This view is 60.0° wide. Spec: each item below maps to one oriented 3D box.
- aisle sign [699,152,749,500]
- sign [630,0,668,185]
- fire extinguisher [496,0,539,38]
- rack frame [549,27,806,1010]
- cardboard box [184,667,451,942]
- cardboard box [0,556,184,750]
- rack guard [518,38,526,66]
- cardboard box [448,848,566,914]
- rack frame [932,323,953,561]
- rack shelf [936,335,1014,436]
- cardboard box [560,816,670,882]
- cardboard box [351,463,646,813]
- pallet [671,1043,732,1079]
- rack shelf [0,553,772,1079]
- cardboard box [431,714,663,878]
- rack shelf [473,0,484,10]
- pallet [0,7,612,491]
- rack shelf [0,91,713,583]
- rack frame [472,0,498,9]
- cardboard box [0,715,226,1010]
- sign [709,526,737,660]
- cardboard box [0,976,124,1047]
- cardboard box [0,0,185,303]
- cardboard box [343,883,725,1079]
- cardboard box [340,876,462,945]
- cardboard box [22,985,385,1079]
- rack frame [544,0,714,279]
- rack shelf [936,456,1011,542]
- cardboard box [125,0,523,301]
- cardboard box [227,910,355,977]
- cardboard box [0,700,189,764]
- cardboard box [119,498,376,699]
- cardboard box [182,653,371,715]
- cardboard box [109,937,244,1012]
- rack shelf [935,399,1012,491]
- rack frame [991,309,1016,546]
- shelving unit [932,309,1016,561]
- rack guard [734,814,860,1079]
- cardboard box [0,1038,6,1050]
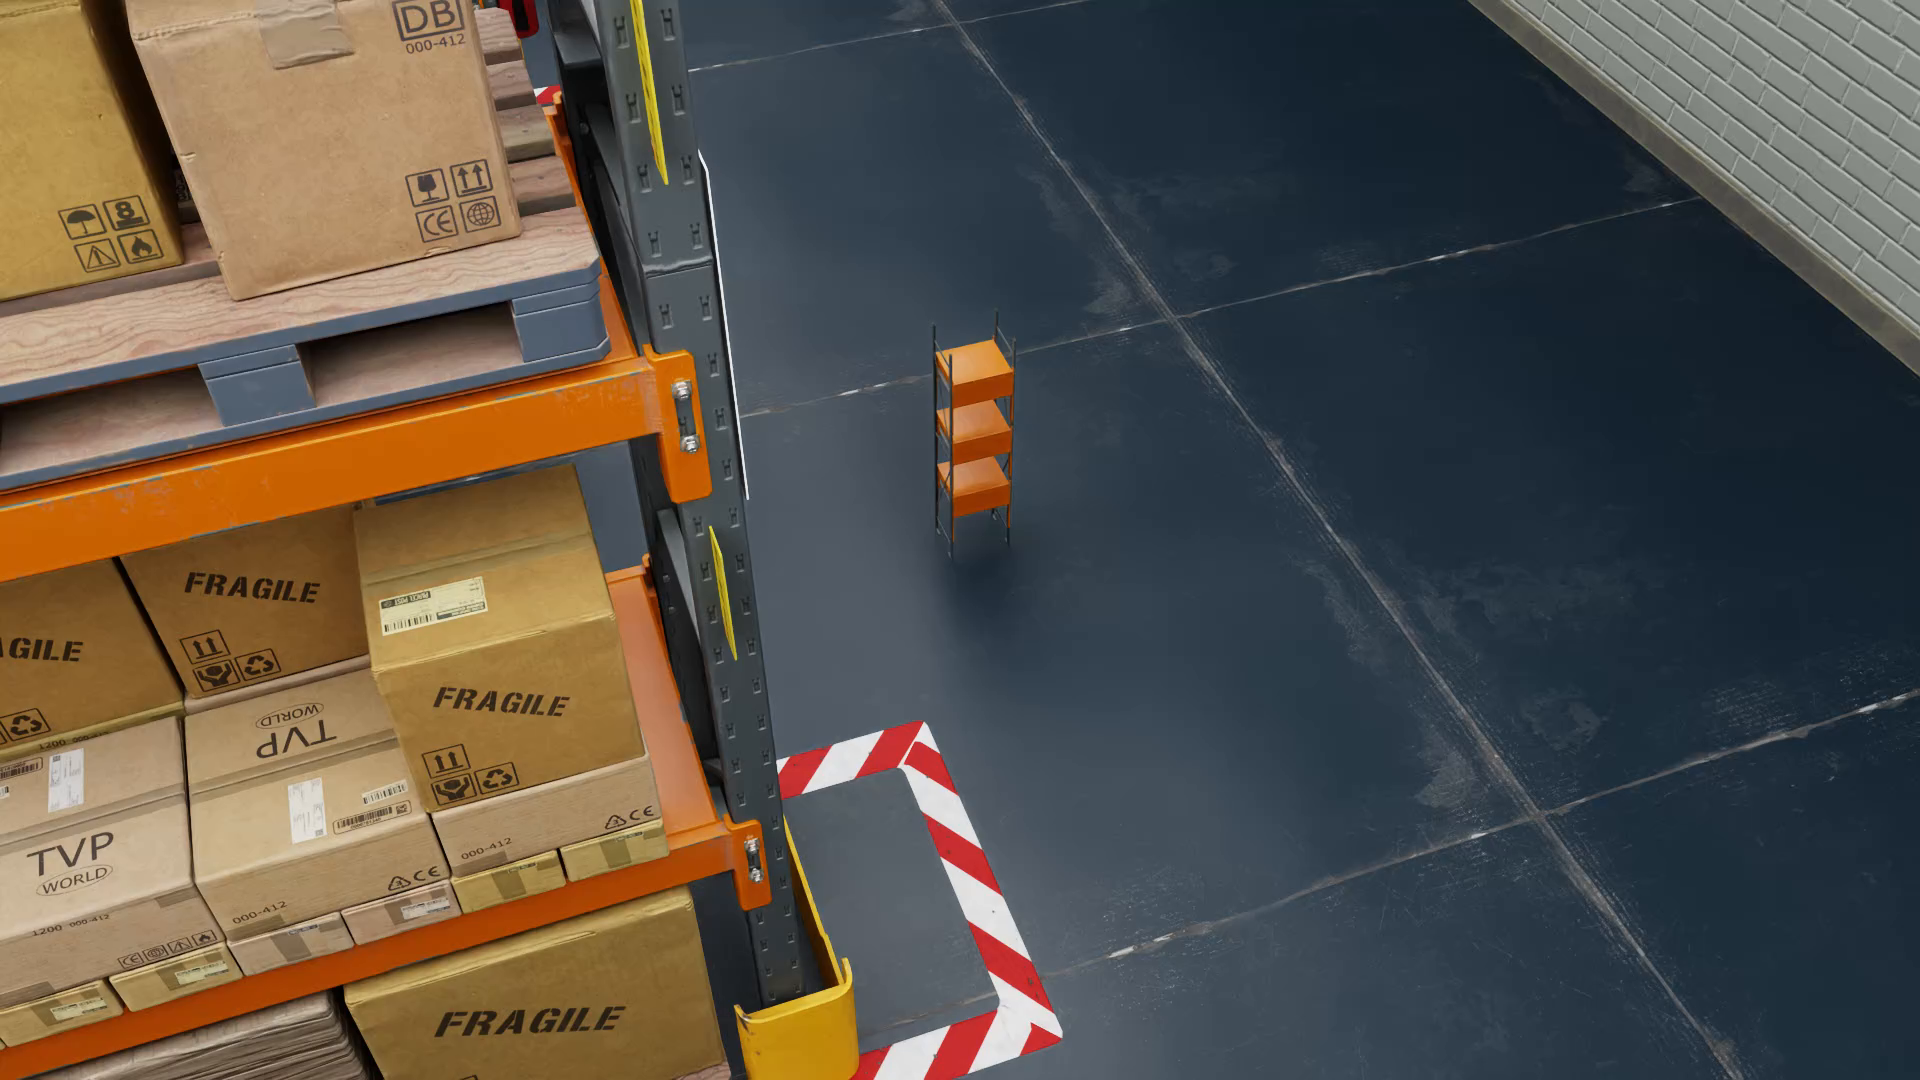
[{"bbox_3d":[-0.505,-0.493,3.288,0.004,0.787,0.394,-14,47,-14],"label":"aisle sign"},{"bbox_3d":[-0.503,-0.736,2.679,0.005,0.325,0.100,-14,47,-14],"label":"sign"},{"bbox_3d":[-2.060,-2.632,7.573,0.183,0.674,0.296,-14,47,-14],"label":"fire extinguisher"},{"bbox_3d":[-0.674,0.242,4.391,0.127,3.000,1.000,-14,47,-14],"label":"rack frame"},{"bbox_3d":[-1.518,0.605,3.925,0.500,0.250,0.500,-15,47,-15],"label":"cardboard box"},{"bbox_3d":[-2.173,0.110,3.889,0.500,0.500,0.500,-16,47,-15],"label":"cardboard box"},{"bbox_3d":[-2.338,-2.189,8.579,0.348,0.500,1.175,-14,47,-14],"label":"rack guard"},{"bbox_3d":[-1.142,0.700,4.112,0.250,0.149,0.380,-14,47,-13],"label":"cardboard box"},{"bbox_3d":[-0.064,-0.354,6.362,0.008,1.050,0.200,-14,47,-14],"label":"rack frame"},{"bbox_3d":[0.050,-0.576,6.197,0.240,0.259,0.215,-14,47,-14],"label":"rack shelf"},{"bbox_3d":[-0.898,0.636,4.176,0.250,0.149,0.380,-14,47,-13],"label":"cardboard box"},{"bbox_3d":[-1.043,0.218,3.782,0.500,0.500,0.500,-14,47,-13],"label":"cardboard box"},{"bbox_3d":[-1.400,1.471,5.135,1.213,0.211,1.003,-14,47,-14],"label":"pallet"},{"bbox_3d":[-2.556,0.977,4.166,4.000,0.370,1.077,-14,47,-14],"label":"rack shelf"},{"bbox_3d":[-1.040,0.484,4.046,0.500,0.250,0.500,-15,47,-14],"label":"cardboard box"},{"bbox_3d":[-4.237,-2.322,7.455,4.000,0.370,1.077,-14,47,-14],"label":"rack shelf"},{"bbox_3d":[-1.369,-0.600,3.175,1.213,0.211,1.003,-14,47,-14],"label":"pallet"},{"bbox_3d":[-2.556,-0.082,3.104,4.000,0.370,1.077,-14,47,-14],"label":"rack shelf"},{"bbox_3d":[-2.356,-3.057,7.679,0.127,3.000,1.000,-14,47,-14],"label":"rack frame"},{"bbox_3d":[-1.996,0.728,3.803,0.500,0.250,0.500,-16,47,-15],"label":"cardboard box"},{"bbox_3d":[-0.503,0.115,3.533,0.005,0.325,0.100,-14,47,-14],"label":"sign"},{"bbox_3d":[-2.102,0.945,3.867,0.250,0.149,0.380,-14,47,-14],"label":"cardboard box"},{"bbox_3d":[-1.716,-0.820,2.894,0.500,0.500,0.700,-16,47,-15],"label":"cardboard box"},{"bbox_3d":[-1.249,1.051,4.788,0.875,0.875,0.875,-14,47,-14],"label":"cardboard box"},{"bbox_3d":[-1.379,0.760,4.053,0.250,0.149,0.380,-14,47,-14],"label":"cardboard box"},{"bbox_3d":[-2.105,1.270,4.570,0.875,0.875,0.875,-14,47,-14],"label":"cardboard box"},{"bbox_3d":[-0.674,-1.875,2.266,0.127,3.000,1.000,-14,47,-14],"label":"rack frame"},{"bbox_3d":[0.050,-0.180,6.595,0.240,0.259,0.215,-14,47,-14],"label":"rack shelf"},{"bbox_3d":[-1.145,-0.875,2.949,0.500,0.500,0.700,-17,48,-16],"label":"cardboard box"},{"bbox_3d":[-1.614,0.819,3.993,0.250,0.149,0.380,-14,47,-13],"label":"cardboard box"},{"bbox_3d":[-2.178,0.374,4.156,0.500,0.250,0.500,-16,47,-15],"label":"cardboard box"},{"bbox_3d":[-1.688,-0.019,4.017,0.500,0.500,0.500,-15,47,-15],"label":"cardboard box"},{"bbox_3d":[-1.704,0.255,4.274,0.500,0.250,0.500,-15,47,-14],"label":"cardboard box"},{"bbox_3d":[-1.858,0.883,3.930,0.250,0.149,0.380,-15,47,-15],"label":"cardboard box"},{"bbox_3d":[0.050,-0.376,6.398,0.240,0.259,0.215,-14,47,-14],"label":"rack shelf"},{"bbox_3d":[0.165,-0.413,6.420,0.008,1.050,0.200,-14,47,-14],"label":"rack frame"},{"bbox_3d":[0.050,-0.383,6.391,0.252,1.050,0.215,-14,47,-14],"label":"shelving unit"},{"bbox_3d":[-0.652,1.119,5.282,0.348,0.500,1.175,-14,47,-14],"label":"rack guard"},{"bbox_3d":[-2.335,1.003,3.810,0.250,0.149,0.380,-13,47,-13],"label":"cardboard box"}]
